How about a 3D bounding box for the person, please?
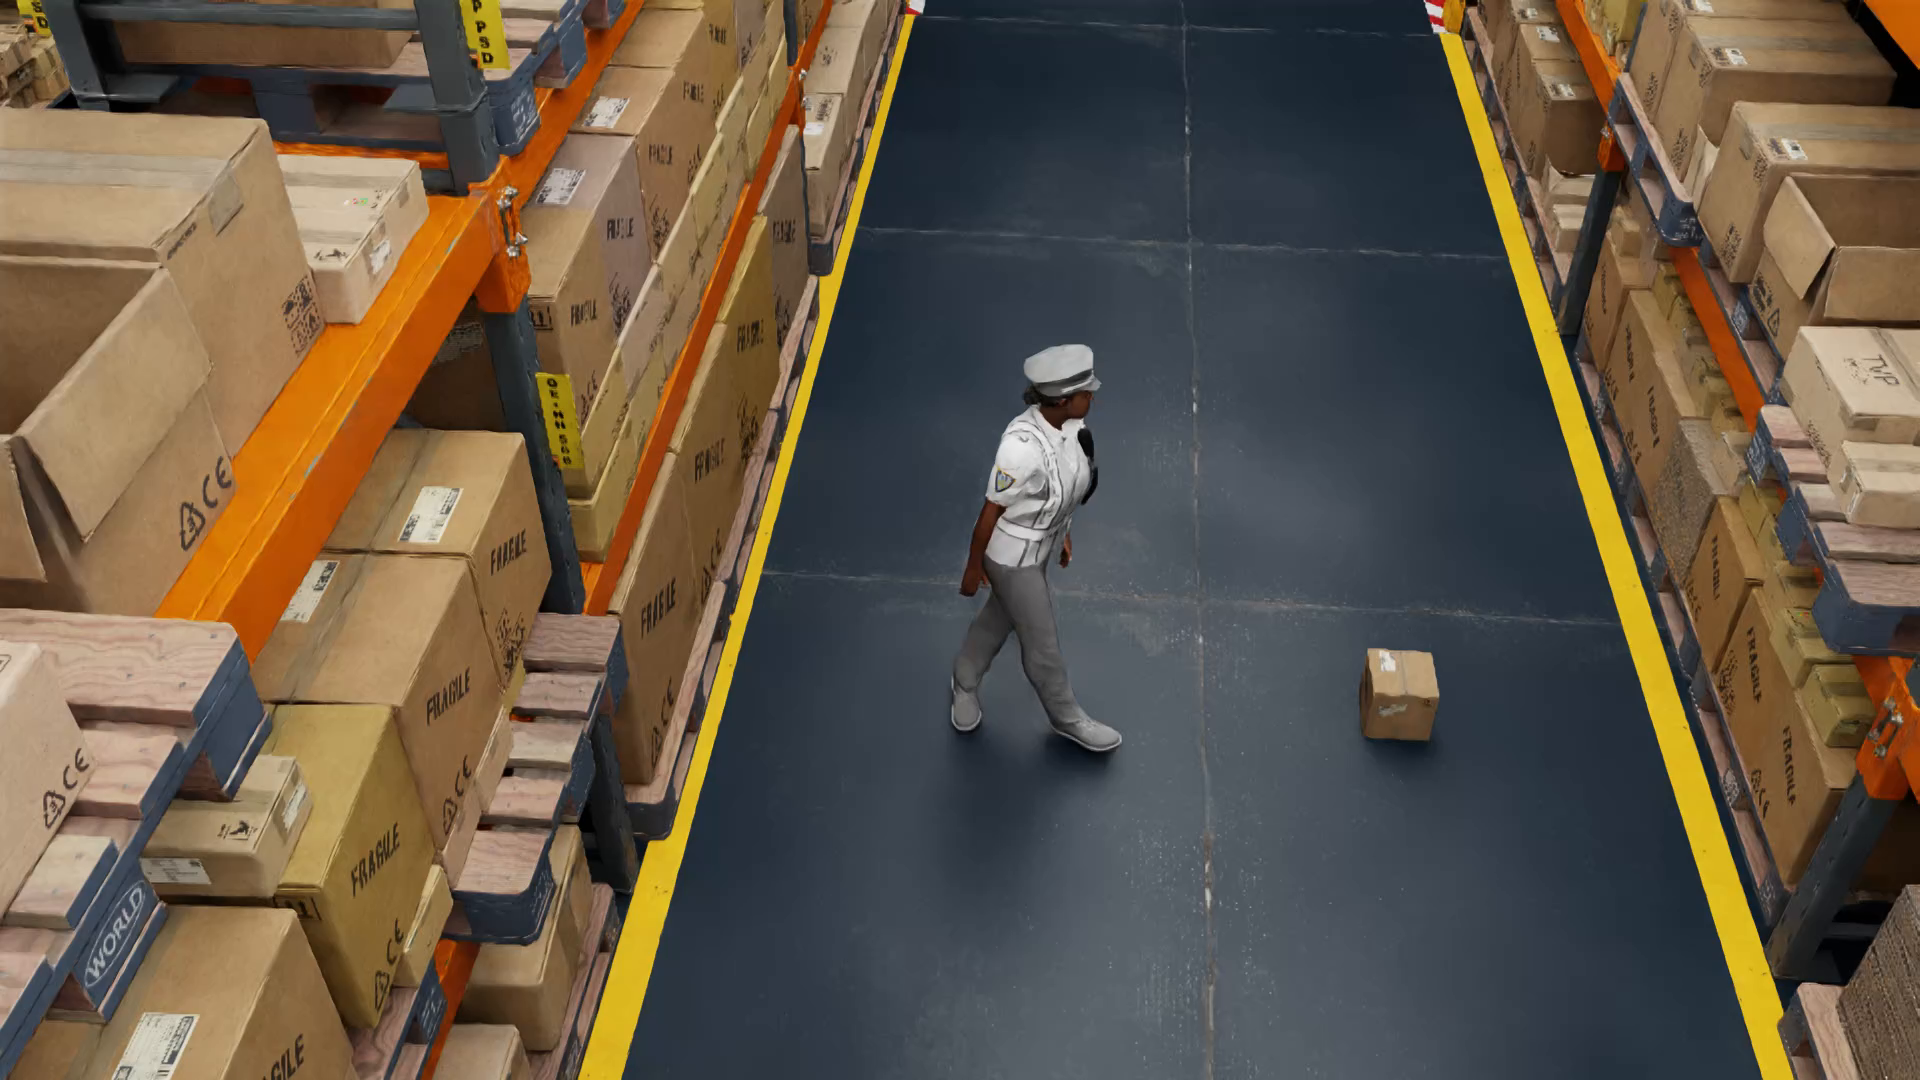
[{"bbox_3d":[0.324,0.058,6.092,0.761,1.644,0.532,22,45,24],"label":"person"}]
